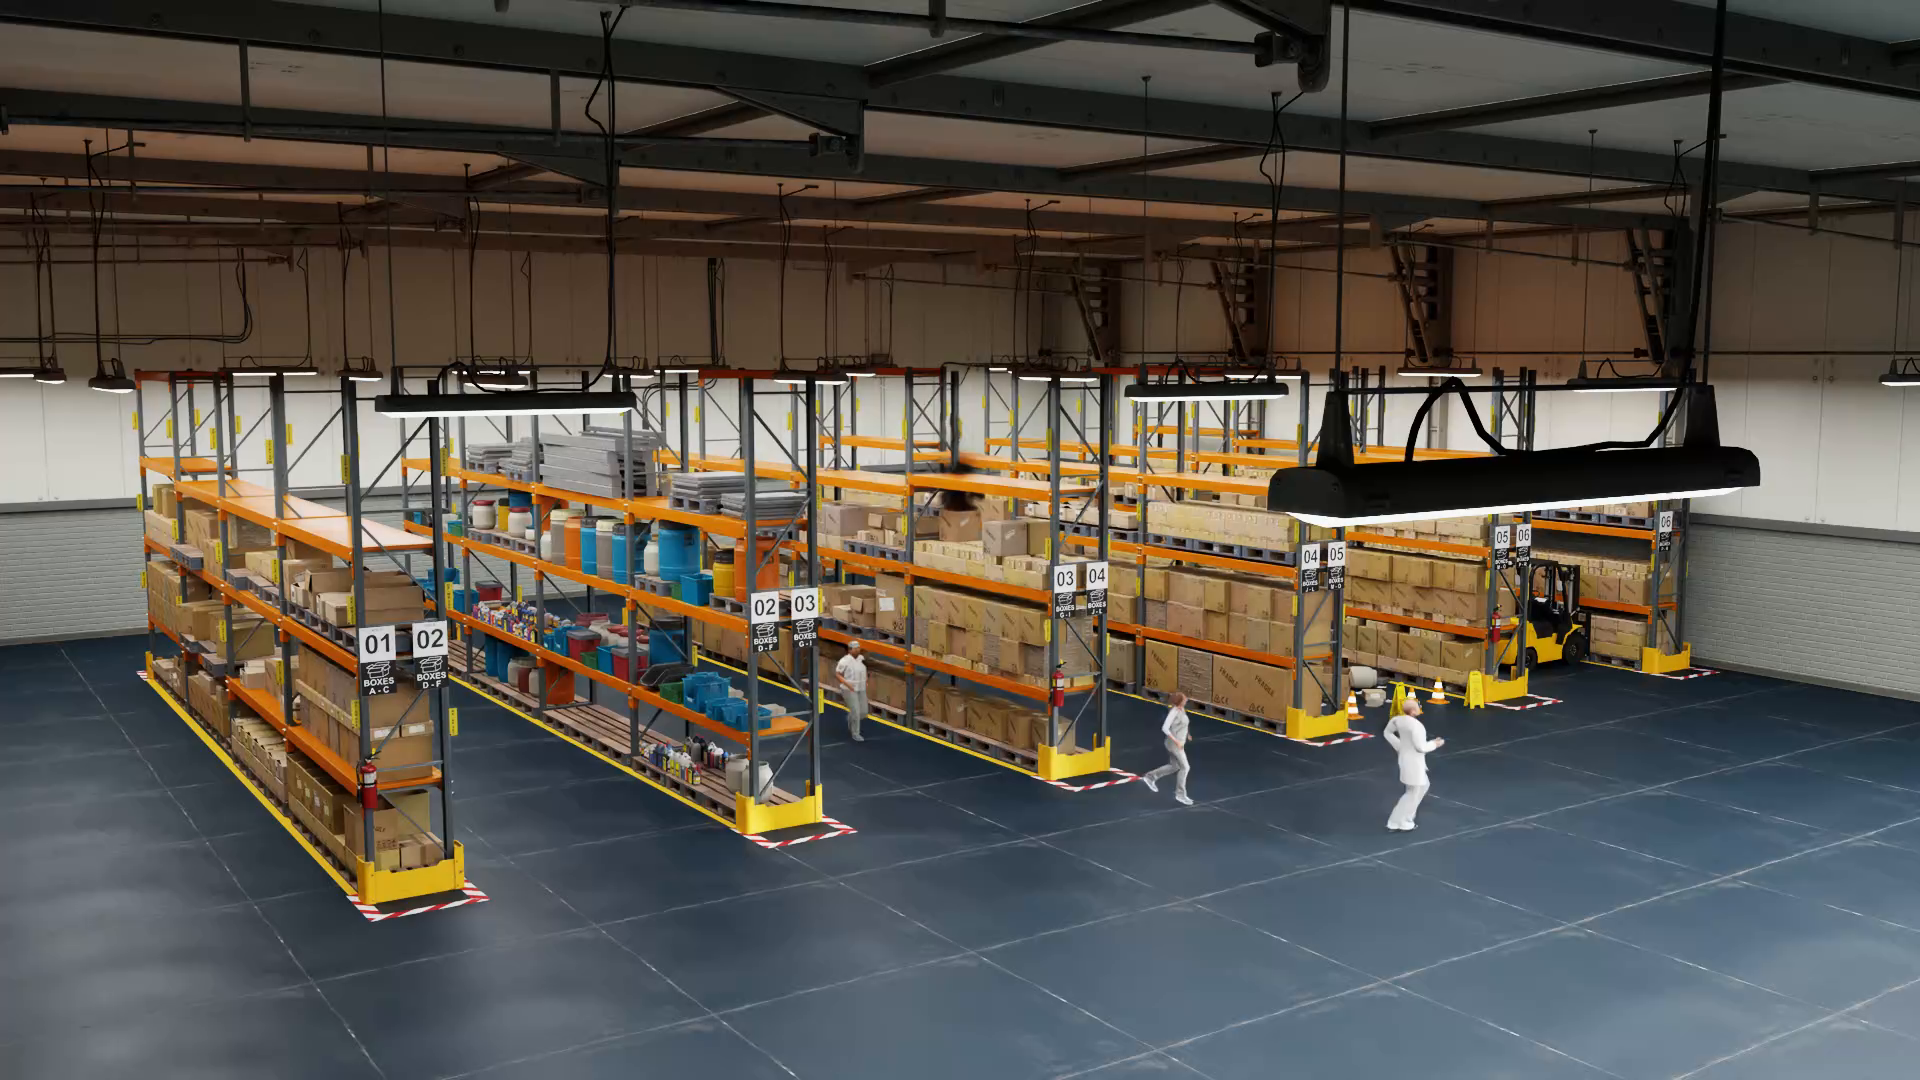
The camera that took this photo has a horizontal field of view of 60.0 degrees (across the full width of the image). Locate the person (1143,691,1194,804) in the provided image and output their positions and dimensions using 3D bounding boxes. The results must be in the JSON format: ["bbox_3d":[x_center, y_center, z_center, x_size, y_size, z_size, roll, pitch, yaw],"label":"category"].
[{"bbox_3d":[2.957,2.905,23.437,0.721,1.610,0.537,2,7,15],"label":"person"}]

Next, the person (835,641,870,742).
[{"bbox_3d":[-1.768,2.450,27.230,0.614,1.638,0.598,-5,8,-39],"label":"person"}]

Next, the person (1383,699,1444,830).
[{"bbox_3d":[6.005,2.985,21.986,0.728,1.800,0.684,-1,6,-7],"label":"person"}]
